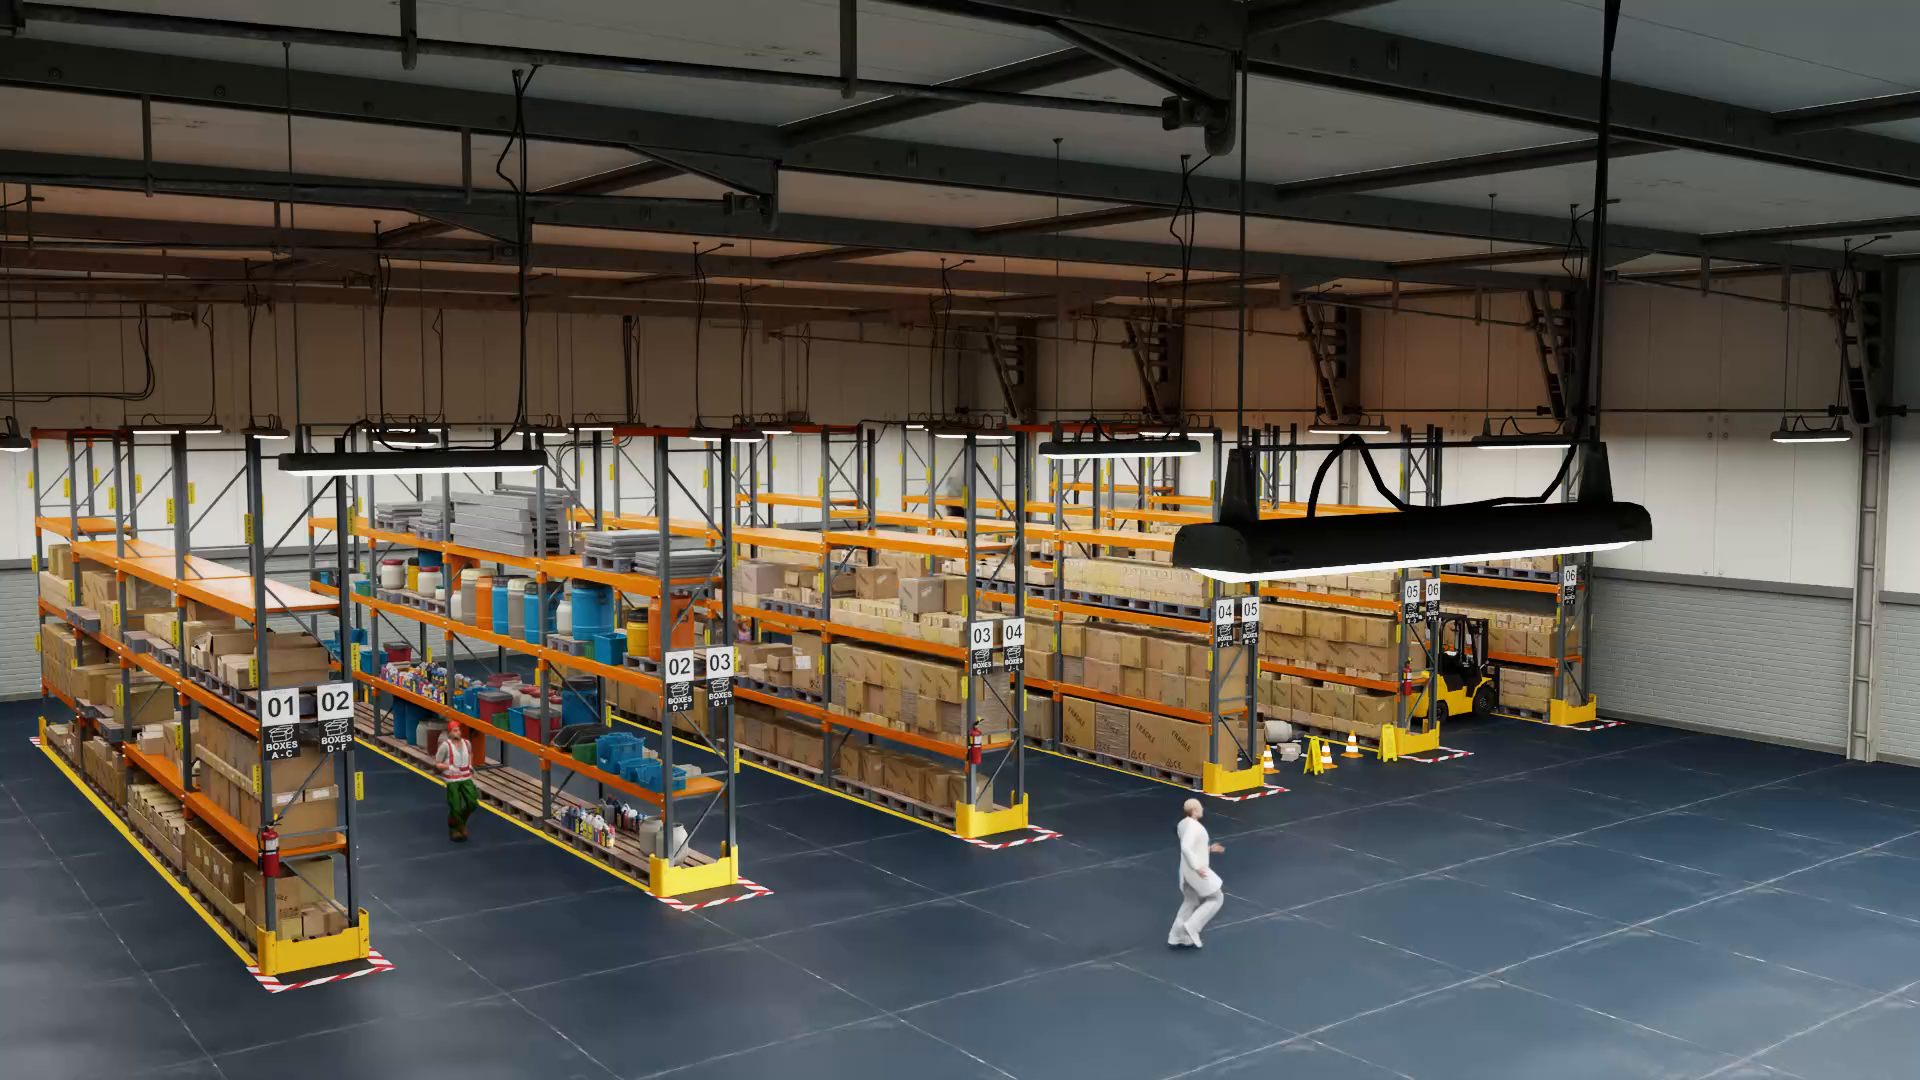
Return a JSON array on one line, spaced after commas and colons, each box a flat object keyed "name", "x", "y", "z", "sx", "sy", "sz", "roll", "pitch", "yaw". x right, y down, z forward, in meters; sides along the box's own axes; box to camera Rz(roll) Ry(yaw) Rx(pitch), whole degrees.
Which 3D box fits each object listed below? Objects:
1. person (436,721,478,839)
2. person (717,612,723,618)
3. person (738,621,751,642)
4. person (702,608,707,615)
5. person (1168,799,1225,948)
[{"name": "person", "x": -7.327, "y": 3.527, "z": 24.381, "sx": 0.641, "sy": 1.746, "sz": 0.594, "roll": -4, "pitch": 6, "yaw": -42}, {"name": "person", "x": -5.583, "y": 2.497, "z": 38.338, "sx": 0.693, "sy": 1.668, "sz": 0.527, "roll": -2, "pitch": 5, "yaw": -25}, {"name": "person", "x": -4.891, "y": 2.593, "z": 37.445, "sx": 0.538, "sy": 1.576, "sz": 0.804, "roll": -3, "pitch": 5, "yaw": -31}, {"name": "person", "x": -6.278, "y": 2.328, "z": 40.758, "sx": 0.674, "sy": 1.619, "sz": 0.536, "roll": 3, "pitch": 6, "yaw": 36}, {"name": "person", "x": 2.800, "y": 3.909, "z": 19.561, "sx": 0.712, "sy": 1.747, "sz": 0.685, "roll": -1, "pitch": 5, "yaw": -15}]
